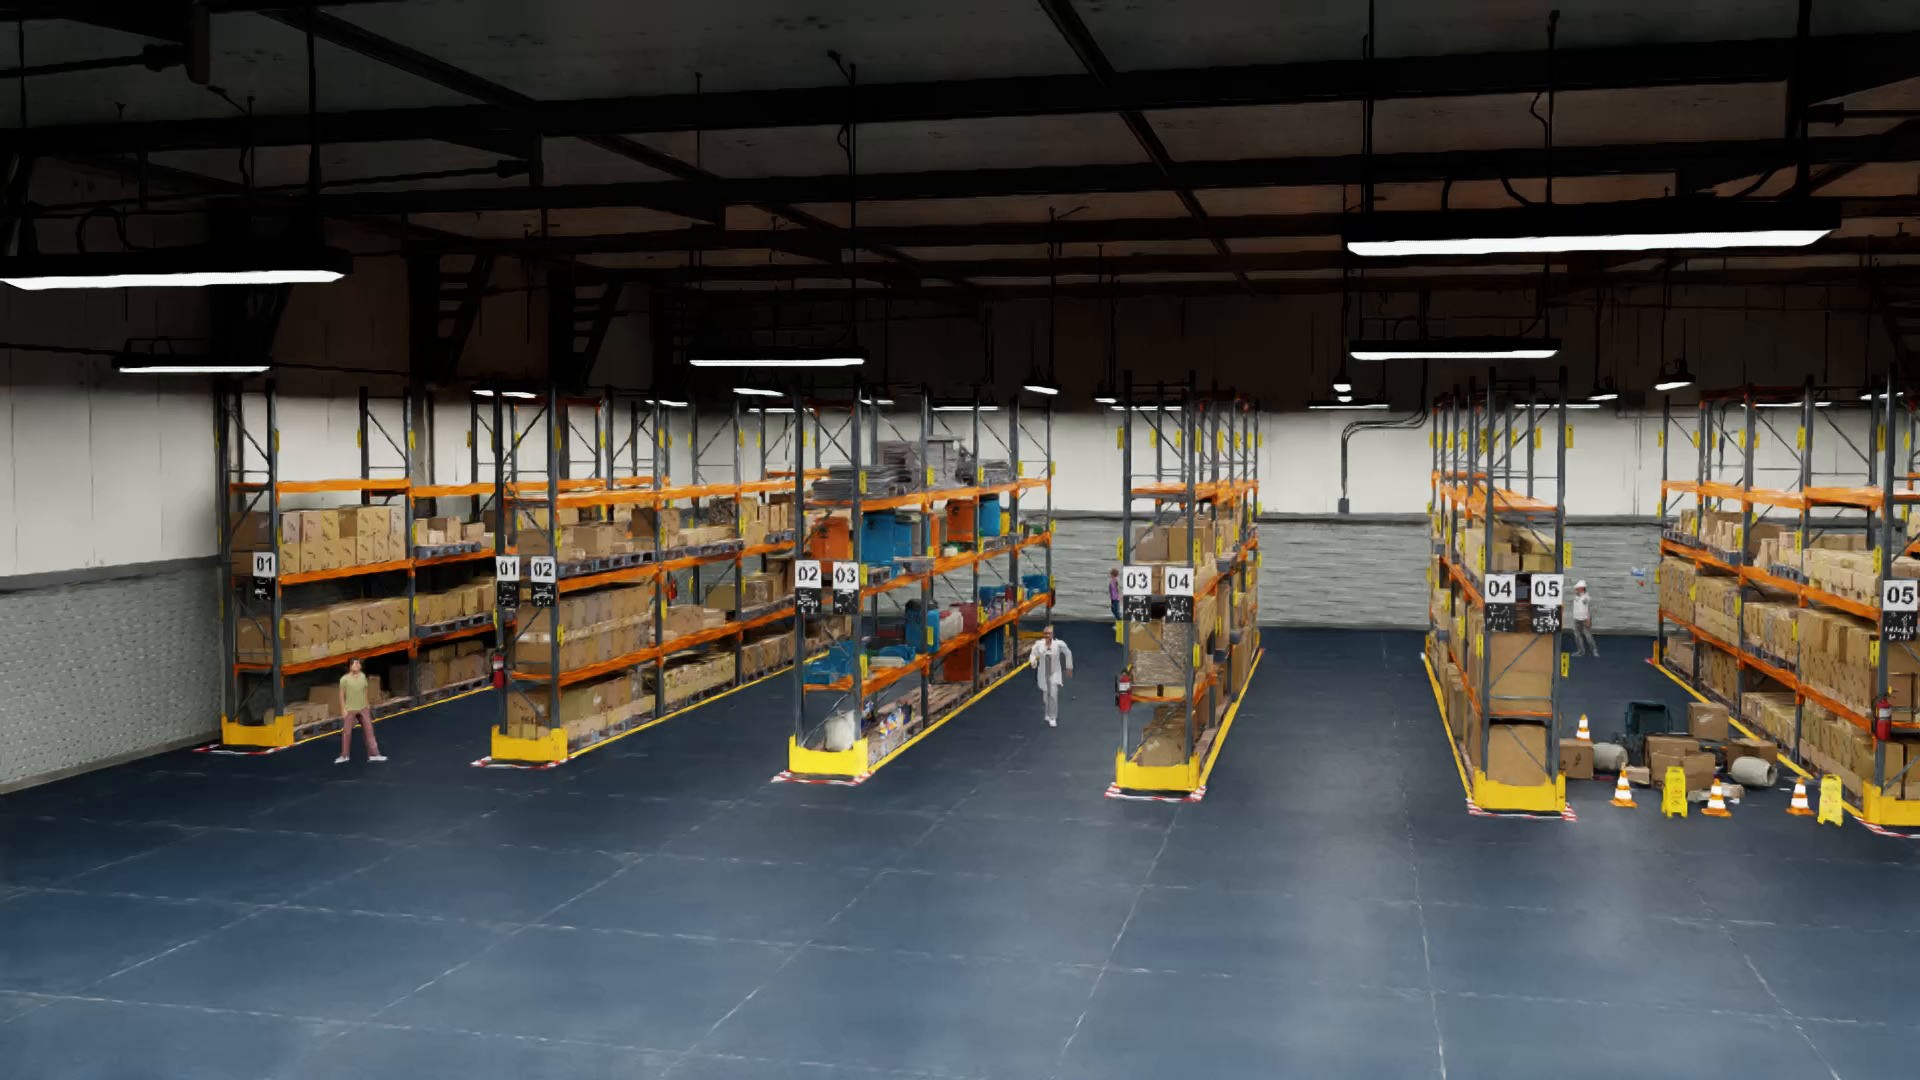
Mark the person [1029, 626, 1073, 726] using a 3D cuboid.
[{"bbox_3d":[1.592,2.375,29.450,0.736,1.717,0.904,1,4,19],"label":"person"}]

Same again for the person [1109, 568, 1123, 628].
[{"bbox_3d":[4.154,1.548,44.151,0.355,1.592,0.516,-1,4,-14],"label":"person"}]

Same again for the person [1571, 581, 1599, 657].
[{"bbox_3d":[14.476,1.820,38.493,0.544,1.766,0.632,-1,4,-15],"label":"person"}]

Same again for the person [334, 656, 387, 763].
[{"bbox_3d":[-9.311,2.614,25.721,0.690,1.661,0.562,-3,5,-40],"label":"person"}]
